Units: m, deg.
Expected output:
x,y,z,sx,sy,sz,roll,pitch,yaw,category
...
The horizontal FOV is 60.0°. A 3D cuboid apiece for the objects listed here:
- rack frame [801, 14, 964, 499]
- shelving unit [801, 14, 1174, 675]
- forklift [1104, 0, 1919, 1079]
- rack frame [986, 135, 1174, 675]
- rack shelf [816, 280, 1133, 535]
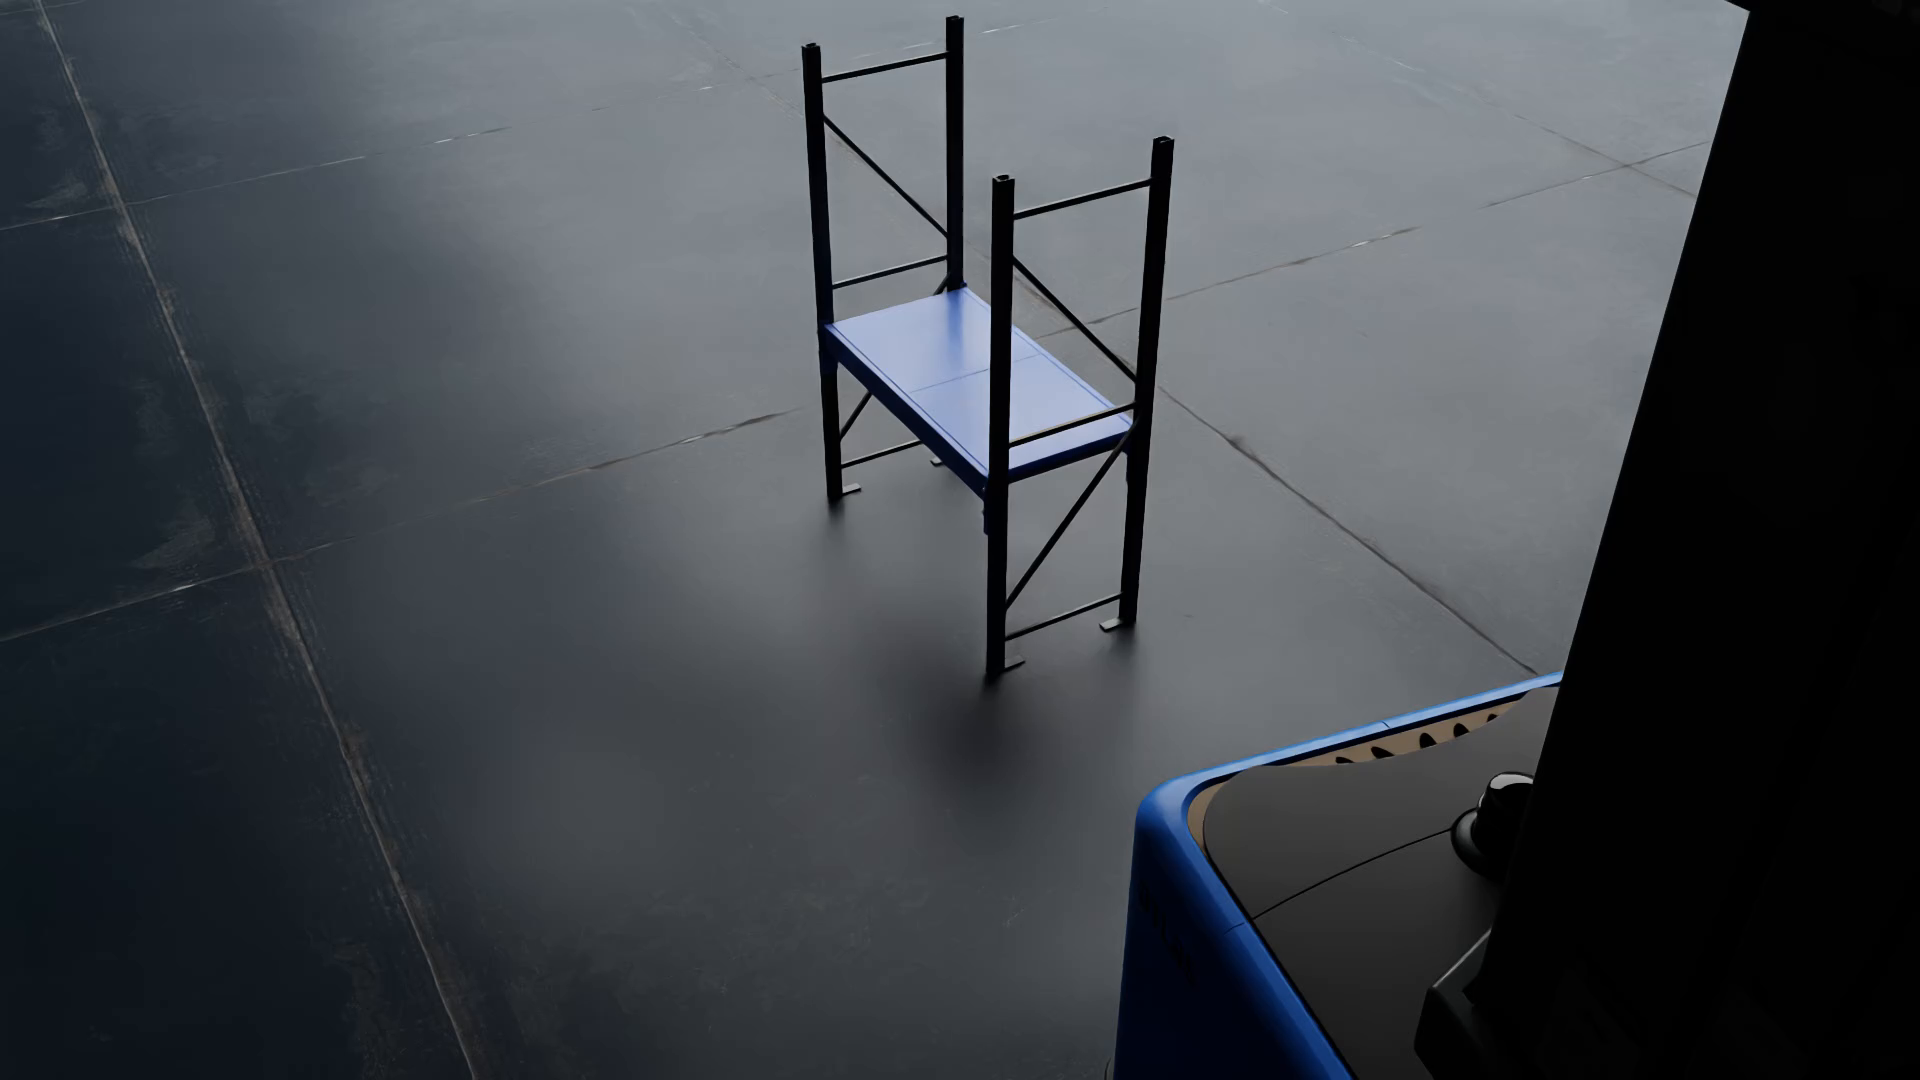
x,y,z,sx,sy,sz,roll,pitch,yaw,category
-0.213,-0.821,5.103,0.500,1.500,0.032,-19,40,-24,rack frame
0.043,-0.562,4.748,0.538,1.500,1.048,-19,40,-24,shelving unit
1.278,0.821,1.641,1.130,2.935,3.031,-13,38,-17,forklift
0.298,-0.303,4.393,0.500,1.500,0.032,-19,40,-24,rack frame
0.043,-0.417,4.854,0.538,0.185,1.000,-19,40,-24,rack shelf
